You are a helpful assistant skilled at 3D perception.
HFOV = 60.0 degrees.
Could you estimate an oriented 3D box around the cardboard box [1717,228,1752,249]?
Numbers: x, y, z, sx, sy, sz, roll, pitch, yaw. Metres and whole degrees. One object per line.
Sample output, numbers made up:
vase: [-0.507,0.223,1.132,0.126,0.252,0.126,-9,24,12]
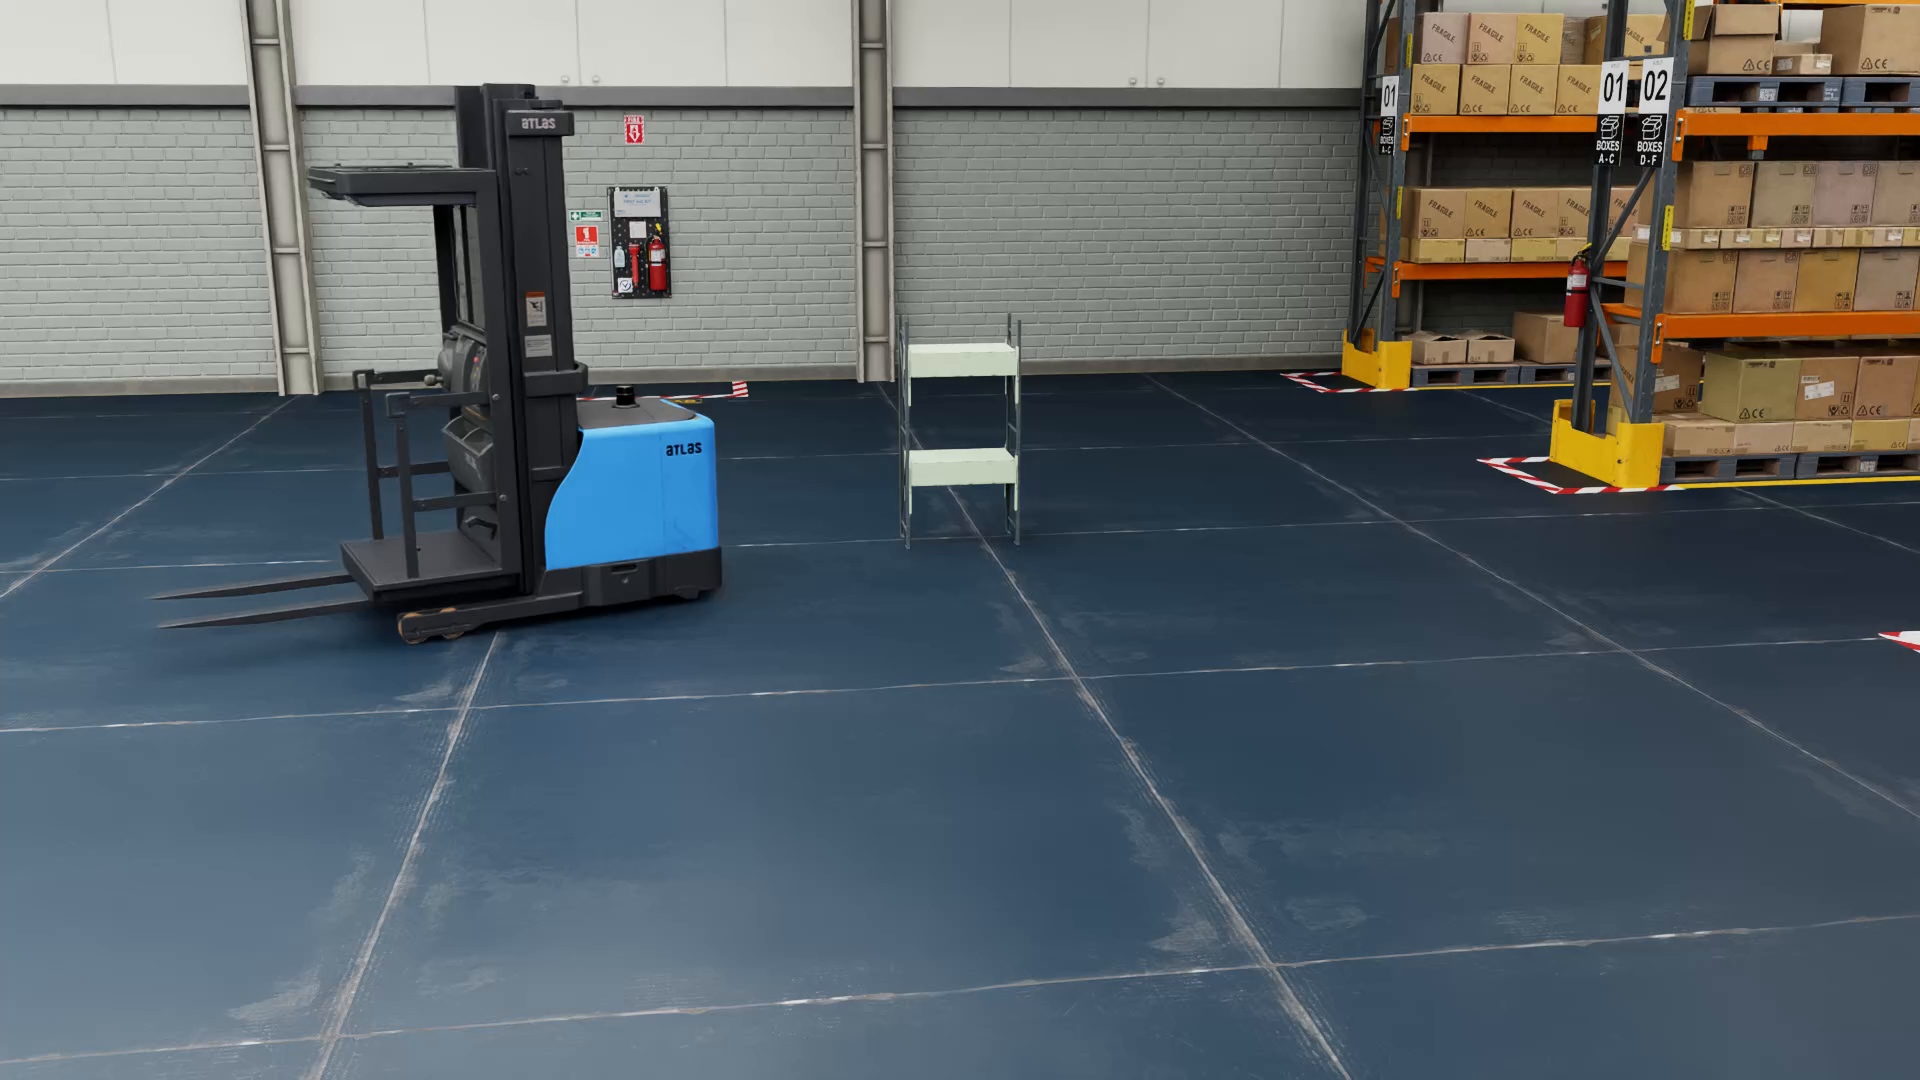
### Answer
cardboard box: [5.870,-2.334,12.822,0.250,0.149,0.380,-2,14,-10]

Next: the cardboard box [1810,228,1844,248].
cardboard box: [6.630,-2.361,12.932,0.250,0.149,0.380,-3,14,-10]

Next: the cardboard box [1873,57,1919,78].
cardboard box: [7.498,-3.890,13.038,0.637,0.503,0.797,-1,14,-2]

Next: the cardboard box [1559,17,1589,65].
cardboard box: [6.362,-5.317,17.790,0.500,0.500,0.500,-2,14,-8]

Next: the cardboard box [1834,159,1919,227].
cardboard box: [7.218,-2.749,13.142,0.500,0.500,0.700,-2,14,-8]

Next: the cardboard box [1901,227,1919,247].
cardboard box: [7.390,-2.389,13.041,0.250,0.149,0.380,-2,14,-6]

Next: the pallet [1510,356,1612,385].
pallet: [6.535,-1.904,18.380,1.213,0.211,1.003,-2,14,-8]

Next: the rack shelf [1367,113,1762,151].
rack shelf: [6.425,-4.368,17.785,4.000,0.370,1.077,-2,14,-8]

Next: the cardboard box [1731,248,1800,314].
cardboard box: [6.172,-2.080,13.146,0.500,0.500,0.700,-2,14,-7]

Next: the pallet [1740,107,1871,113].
pallet: [9.029,-4.695,17.996,1.003,0.211,1.213,-2,14,-8]

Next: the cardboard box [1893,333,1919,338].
cardboard box: [10.640,-2.426,18.964,0.500,0.500,0.700,-2,14,-9]

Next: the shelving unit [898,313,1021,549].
shelving unit: [-0.007,-0.727,11.038,0.755,1.500,0.431,-2,14,-8]

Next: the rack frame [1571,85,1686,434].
rack frame: [5.189,-1.998,13.022,0.127,3.000,1.000,-2,14,-8]

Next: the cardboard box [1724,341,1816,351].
cardboard box: [6.662,-1.362,13.736,0.500,0.500,0.500,-2,14,-8]

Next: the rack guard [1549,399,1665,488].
rack guard: [5.166,-0.785,13.323,0.348,0.500,1.175,-2,14,-8]

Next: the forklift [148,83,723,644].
forklift: [-2.949,-1.007,9.213,3.031,2.935,1.130,-8,16,-28]

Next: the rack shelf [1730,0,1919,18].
rack shelf: [10.381,-5.774,18.046,4.000,0.370,1.077,-2,14,-8]

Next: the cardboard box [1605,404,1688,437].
cardboard box: [5.676,-0.958,13.667,0.500,0.250,0.500,-2,14,-8]

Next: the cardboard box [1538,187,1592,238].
cardboard box: [6.475,-3.489,17.695,0.500,0.500,0.500,-2,14,-7]

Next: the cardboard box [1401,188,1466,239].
cardboard box: [4.965,-3.435,17.478,0.500,0.500,0.500,-2,14,-8]

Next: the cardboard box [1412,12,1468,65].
cardboard box: [4.865,-5.143,17.095,0.500,0.500,0.500,-3,14,-12]

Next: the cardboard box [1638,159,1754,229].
cardboard box: [5.705,-2.691,12.915,0.500,0.500,0.700,-2,14,-8]

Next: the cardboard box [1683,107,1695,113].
cardboard box: [7.439,-4.754,17.601,0.500,0.500,0.500,-3,14,-13]

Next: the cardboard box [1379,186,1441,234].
cardboard box: [4.882,-3.558,17.970,0.500,0.500,0.500,-2,14,-9]

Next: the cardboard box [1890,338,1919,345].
cardboard box: [8.146,-1.415,13.946,0.500,0.500,0.500,-2,14,-8]

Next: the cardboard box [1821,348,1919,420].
cardboard box: [7.237,-1.251,13.293,0.500,0.500,0.500,-2,14,-8]

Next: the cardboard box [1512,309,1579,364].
cardboard box: [6.442,-2.229,18.178,0.500,0.500,0.700,-3,14,-12]

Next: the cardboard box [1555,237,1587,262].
cardboard box: [6.494,-3.125,17.782,0.500,0.250,0.500,-2,14,-8]

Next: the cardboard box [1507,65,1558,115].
cardboard box: [5.865,-4.685,17.324,0.500,0.500,0.500,-1,14,-6]

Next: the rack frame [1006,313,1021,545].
rack frame: [0.355,-0.740,11.091,0.023,1.500,0.400,-2,14,-8]

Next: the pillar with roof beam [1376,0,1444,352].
pillar with roof beam: [5.652,-5.297,13.845,0.400,9.000,9.100,-2,14,-8]

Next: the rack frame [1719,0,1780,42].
rack frame: [8.403,-6.244,17.621,0.127,3.000,1.000,-2,14,-8]

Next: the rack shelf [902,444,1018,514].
rack shelf: [-0.007,-0.411,11.118,0.720,0.370,0.431,-2,14,-8]

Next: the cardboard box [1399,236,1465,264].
cardboard box: [4.978,-3.068,17.555,0.500,0.250,0.500,-3,14,-10]

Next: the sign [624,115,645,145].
sign: [-3.394,-4.273,17.329,0.199,0.298,0.001,-2,14,-8]

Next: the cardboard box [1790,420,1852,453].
cardboard box: [6.741,-0.871,13.317,0.500,0.250,0.500,-2,14,-8]

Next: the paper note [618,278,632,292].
paper note: [-3.557,-2.708,17.664,0.142,0.148,0.016,-2,14,-8]

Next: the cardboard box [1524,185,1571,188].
cardboard box: [6.390,-3.612,18.184,0.500,0.500,0.500,-2,14,-8]

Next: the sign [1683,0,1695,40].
sign: [5.266,-3.782,12.008,0.005,0.325,0.100,-2,14,-8]

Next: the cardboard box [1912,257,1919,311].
cardboard box: [7.690,-2.136,13.367,0.500,0.500,0.700,-2,14,-7]

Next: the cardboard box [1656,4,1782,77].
cardboard box: [5.758,-3.794,12.656,0.637,0.503,0.797,-1,14,-4]

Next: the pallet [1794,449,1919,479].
pallet: [7.143,-0.727,13.685,1.213,0.211,1.003,-2,14,-8]

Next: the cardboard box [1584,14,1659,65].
cardboard box: [6.893,-5.205,17.343,0.500,0.500,0.500,-3,14,-10]

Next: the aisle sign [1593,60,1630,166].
aisle sign: [5.081,-3.327,12.978,0.004,0.787,0.394,-2,14,-8]

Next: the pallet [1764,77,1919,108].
pallet: [7.101,-3.474,12.925,1.213,0.211,1.003,-2,14,-8]

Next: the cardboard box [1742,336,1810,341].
cardboard box: [9.128,-2.366,18.724,0.500,0.500,0.700,-2,14,-6]
